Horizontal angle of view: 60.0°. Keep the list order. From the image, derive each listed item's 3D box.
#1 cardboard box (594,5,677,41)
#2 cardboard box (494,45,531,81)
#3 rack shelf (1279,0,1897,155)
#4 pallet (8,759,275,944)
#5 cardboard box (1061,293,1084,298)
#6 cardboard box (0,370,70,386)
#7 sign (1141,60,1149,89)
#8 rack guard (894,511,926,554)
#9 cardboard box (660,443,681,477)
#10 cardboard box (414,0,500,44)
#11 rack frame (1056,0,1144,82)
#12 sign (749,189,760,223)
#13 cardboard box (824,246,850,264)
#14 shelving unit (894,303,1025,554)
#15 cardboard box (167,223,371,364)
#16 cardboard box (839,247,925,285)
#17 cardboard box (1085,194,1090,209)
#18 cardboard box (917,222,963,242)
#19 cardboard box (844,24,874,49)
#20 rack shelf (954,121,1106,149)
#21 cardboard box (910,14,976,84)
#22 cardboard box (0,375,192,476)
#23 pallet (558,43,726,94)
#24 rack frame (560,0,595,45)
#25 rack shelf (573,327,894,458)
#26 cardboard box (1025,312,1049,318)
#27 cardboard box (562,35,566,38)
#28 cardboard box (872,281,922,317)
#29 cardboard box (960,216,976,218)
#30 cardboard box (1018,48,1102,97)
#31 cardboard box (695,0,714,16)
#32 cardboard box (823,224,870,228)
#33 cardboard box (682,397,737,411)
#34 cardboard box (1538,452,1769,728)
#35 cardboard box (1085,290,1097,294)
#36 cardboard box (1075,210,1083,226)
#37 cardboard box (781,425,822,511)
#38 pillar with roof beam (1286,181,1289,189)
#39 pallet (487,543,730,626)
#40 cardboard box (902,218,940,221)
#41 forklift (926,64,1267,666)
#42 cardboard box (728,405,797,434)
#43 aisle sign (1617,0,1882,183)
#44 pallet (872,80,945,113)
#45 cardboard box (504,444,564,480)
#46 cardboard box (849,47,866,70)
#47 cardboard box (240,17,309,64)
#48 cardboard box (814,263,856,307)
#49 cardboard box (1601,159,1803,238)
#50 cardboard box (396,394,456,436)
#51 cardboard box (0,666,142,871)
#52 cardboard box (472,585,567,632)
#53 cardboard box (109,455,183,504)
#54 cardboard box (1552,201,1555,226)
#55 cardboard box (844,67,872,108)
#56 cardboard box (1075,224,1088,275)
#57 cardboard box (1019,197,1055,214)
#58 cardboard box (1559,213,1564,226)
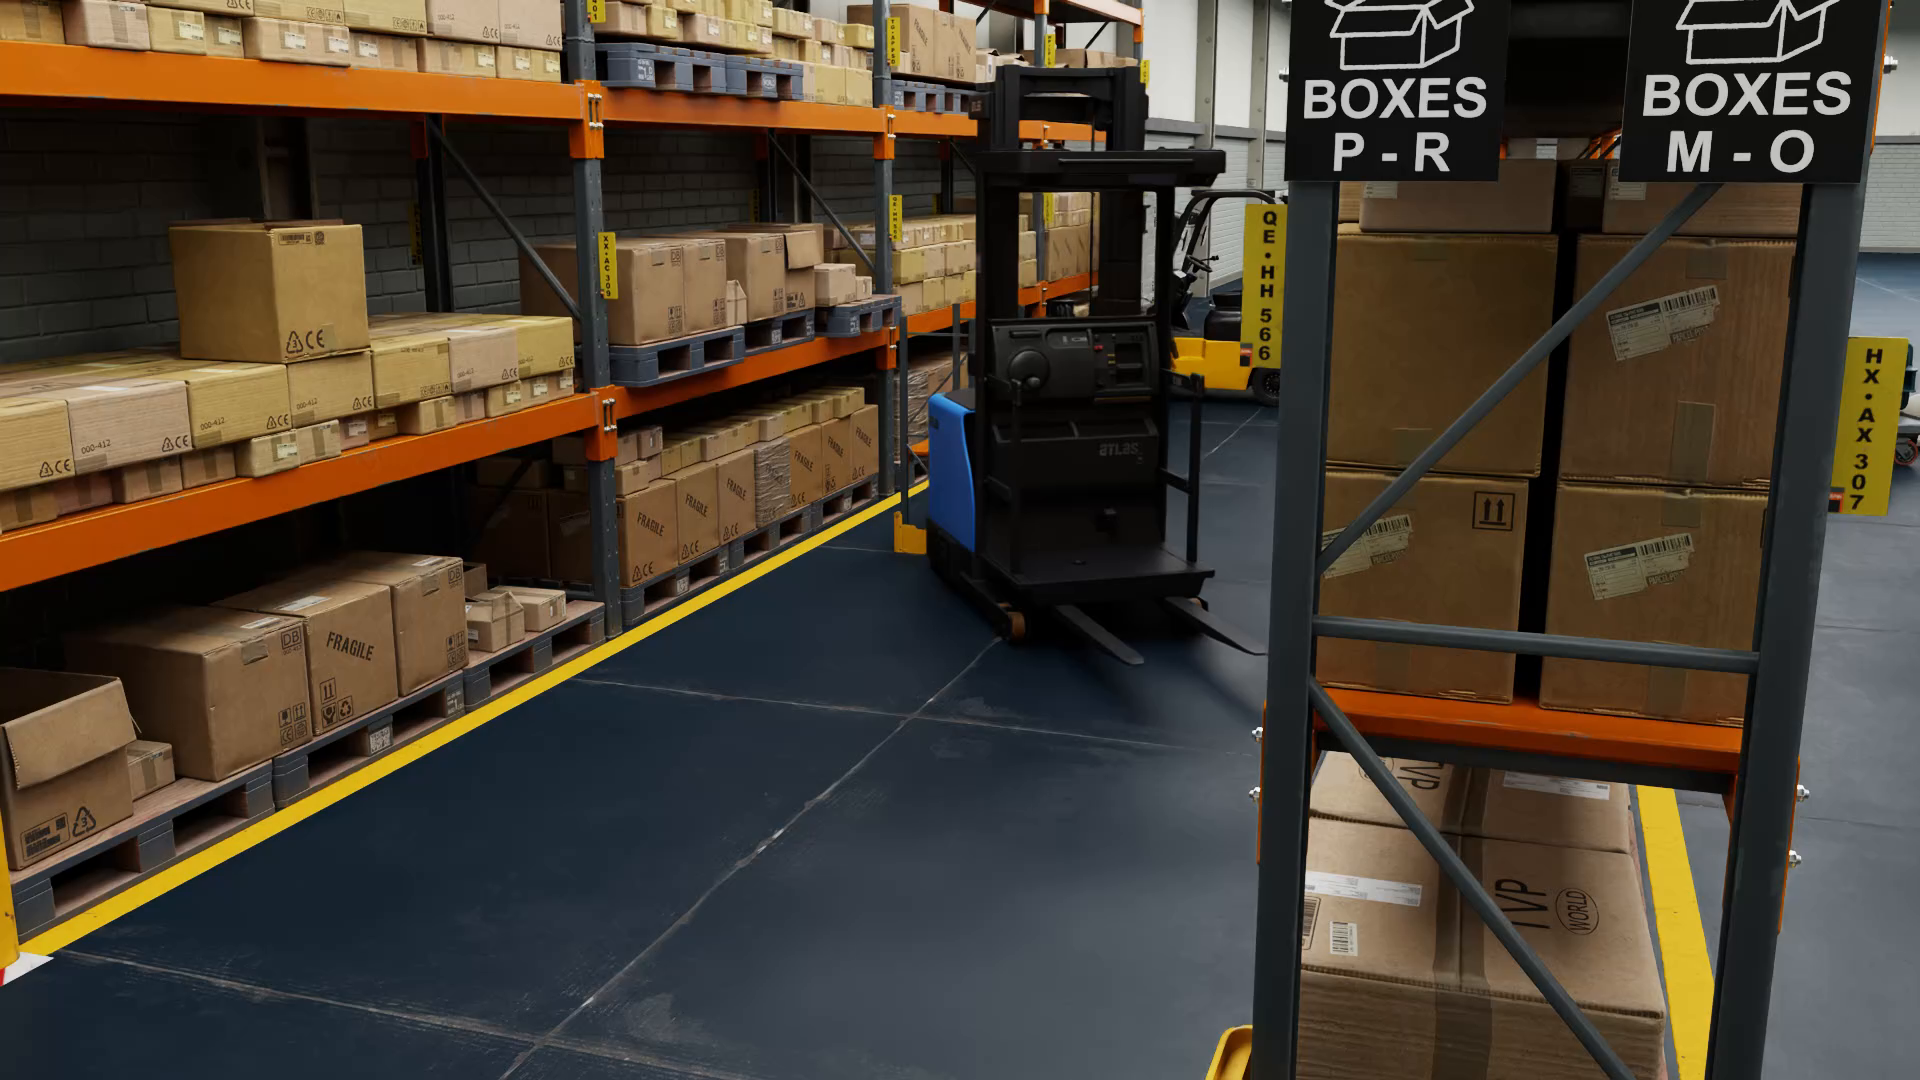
[{"bbox_3d":[-1.687,-2.665,8.578,0.380,0.149,0.250,5,14,19],"label":"cardboard box"},{"bbox_3d":[-2.196,-2.177,7.609,0.380,0.149,0.250,4,14,18],"label":"cardboard box"},{"bbox_3d":[1.774,-1.319,4.903,1.077,0.370,4.000,4,14,18],"label":"rack shelf"},{"bbox_3d":[-3.289,1.033,5.990,1.003,0.211,1.213,4,14,18],"label":"pallet"},{"bbox_3d":[1.113,-2.671,18.936,0.500,0.250,0.500,4,14,18],"label":"cardboard box"},{"bbox_3d":[-3.505,-0.440,5.841,0.500,0.250,0.500,4,14,19],"label":"cardboard box"},{"bbox_3d":[2.115,-5.325,19.027,0.100,0.325,0.005,4,14,18],"label":"sign"},{"bbox_3d":[-0.136,-0.033,10.571,0.587,0.250,0.087,4,14,18],"label":"rack guard"},{"bbox_3d":[-1.820,-0.463,9.491,0.380,0.149,0.250,4,13,15],"label":"cardboard box"},{"bbox_3d":[-2.354,-2.290,7.207,0.500,0.250,0.500,4,13,16],"label":"cardboard box"},{"bbox_3d":[1.606,-6.437,18.967,1.000,3.000,0.127,4,14,18],"label":"rack frame"},{"bbox_3d":[-1.509,-2.431,12.297,0.100,0.325,0.005,4,14,18],"label":"sign"},{"bbox_3d":[-1.100,-2.113,12.717,0.500,0.250,0.500,5,14,20],"label":"cardboard box"},{"bbox_3d":[0.025,-0.747,10.891,0.587,1.500,1.083,4,14,18],"label":"shelving unit"},{"bbox_3d":[-2.684,-0.973,6.492,0.500,0.500,0.500,5,14,20],"label":"cardboard box"},{"bbox_3d":[-0.584,-2.072,12.540,0.500,0.250,0.500,4,14,18],"label":"cardboard box"},{"bbox_3d":[1.199,-3.608,17.704,0.380,0.149,0.250,5,14,19],"label":"cardboard box"},{"bbox_3d":[-0.193,-2.511,13.566,0.380,0.149,0.250,5,14,20],"label":"cardboard box"},{"bbox_3d":[-0.814,-3.463,11.449,0.380,0.149,0.250,5,14,20],"label":"cardboard box"},{"bbox_3d":[0.959,-4.203,17.535,1.077,0.370,4.000,4,14,18],"label":"rack shelf"},{"bbox_3d":[-0.188,-3.942,13.382,0.500,0.500,0.500,5,14,20],"label":"cardboard box"},{"bbox_3d":[-3.006,-0.397,5.657,0.500,0.250,0.500,5,14,19],"label":"cardboard box"},{"bbox_3d":[-1.999,-2.488,8.831,1.213,0.211,1.003,4,14,18],"label":"pallet"},{"bbox_3d":[-2.277,-3.910,7.897,1.000,3.000,0.127,4,14,18],"label":"rack frame"},{"bbox_3d":[-1.630,-1.056,10.489,1.077,0.370,4.000,4,14,18],"label":"rack shelf"},{"bbox_3d":[0.765,-2.101,16.439,0.500,0.250,0.500,4,13,18],"label":"cardboard box"},{"bbox_3d":[-2.244,-2.648,8.502,0.380,0.149,0.250,4,14,18],"label":"cardboard box"},{"bbox_3d":[-0.608,-1.830,12.603,0.500,0.250,0.500,4,14,19],"label":"cardboard box"},{"bbox_3d":[0.216,-2.844,15.023,0.380,0.149,0.250,4,14,18],"label":"cardboard box"},{"bbox_3d":[1.042,-4.839,17.305,0.797,0.503,0.637,5,14,20],"label":"cardboard box"},{"bbox_3d":[-1.566,-2.923,9.040,0.380,0.149,0.250,4,13,17],"label":"cardboard box"},{"bbox_3d":[-0.935,-2.446,13.280,0.380,0.149,0.250,4,13,17],"label":"cardboard box"},{"bbox_3d":[-1.738,-0.880,11.318,0.380,0.149,0.250,4,13,16],"label":"cardboard box"},{"bbox_3d":[1.554,0.084,3.653,0.500,0.500,0.500,4,14,18],"label":"cardboard box"},{"bbox_3d":[1.752,-2.744,19.259,0.500,0.250,0.500,5,14,20],"label":"cardboard box"},{"bbox_3d":[1.040,-3.296,17.006,0.380,0.149,0.250,4,14,18],"label":"cardboard box"},{"bbox_3d":[-1.255,-0.494,11.086,0.500,0.500,0.500,5,14,21],"label":"cardboard box"},{"bbox_3d":[12.367,-11.098,39.390,9.100,9.000,0.548,4,14,18],"label":"pillar with roof beam"},{"bbox_3d":[-2.049,0.200,9.637,1.003,0.211,1.213,4,14,18],"label":"pallet"},{"bbox_3d":[-0.391,-2.765,14.679,0.380,0.149,0.250,4,14,18],"label":"cardboard box"},{"bbox_3d":[0.687,-0.992,8.745,1.130,2.935,3.031,-4,13,-15],"label":"forklift"},{"bbox_3d":[-1.297,-0.791,10.928,0.380,0.149,0.250,4,13,18],"label":"cardboard box"},{"bbox_3d":[1.378,-1.018,2.865,0.394,0.787,0.004,4,14,18],"label":"aisle sign"},{"bbox_3d":[-0.848,-3.347,12.596,1.213,0.211,1.003,5,14,21],"label":"pallet"},{"bbox_3d":[-2.350,-0.442,9.398,0.380,0.149,0.250,4,14,18],"label":"cardboard box"},{"bbox_3d":[-0.870,-3.319,11.490,0.380,0.149,0.250,5,14,20],"label":"cardboard box"},{"bbox_3d":[-2.660,-1.849,6.173,0.380,0.149,0.250,4,14,19],"label":"cardboard box"},{"bbox_3d":[-1.018,-1.714,11.149,0.500,0.250,0.500,4,13,16],"label":"cardboard box"},{"bbox_3d":[1.504,-0.694,3.358,0.380,0.149,0.250,5,14,20],"label":"cardboard box"},{"bbox_3d":[-2.432,-0.556,7.246,0.380,0.149,0.250,4,13,18],"label":"cardboard box"},{"bbox_3d":[-3.283,0.747,5.640,0.797,0.503,0.637,4,13,16],"label":"cardboard box"},{"bbox_3d":[-2.179,0.338,8.228,0.380,0.149,0.250,4,13,17],"label":"cardboard box"},{"bbox_3d":[-2.975,-0.234,5.835,0.380,0.149,0.250,5,14,20],"label":"cardboard box"},{"bbox_3d":[2.974,-1.346,7.673,0.500,0.500,0.500,4,14,18],"label":"cardboard box"},{"bbox_3d":[-0.919,-3.091,11.387,0.500,0.250,0.500,4,13,17],"label":"cardboard box"},{"bbox_3d":[1.018,-3.011,17.213,0.500,0.500,0.500,4,14,18],"label":"cardboard box"},{"bbox_3d":[0.696,-3.226,16.028,0.380,0.149,0.250,5,14,20],"label":"cardboard box"},{"bbox_3d":[1.871,-0.622,4.499,0.500,0.500,0.500,4,14,18],"label":"cardboard box"}]
